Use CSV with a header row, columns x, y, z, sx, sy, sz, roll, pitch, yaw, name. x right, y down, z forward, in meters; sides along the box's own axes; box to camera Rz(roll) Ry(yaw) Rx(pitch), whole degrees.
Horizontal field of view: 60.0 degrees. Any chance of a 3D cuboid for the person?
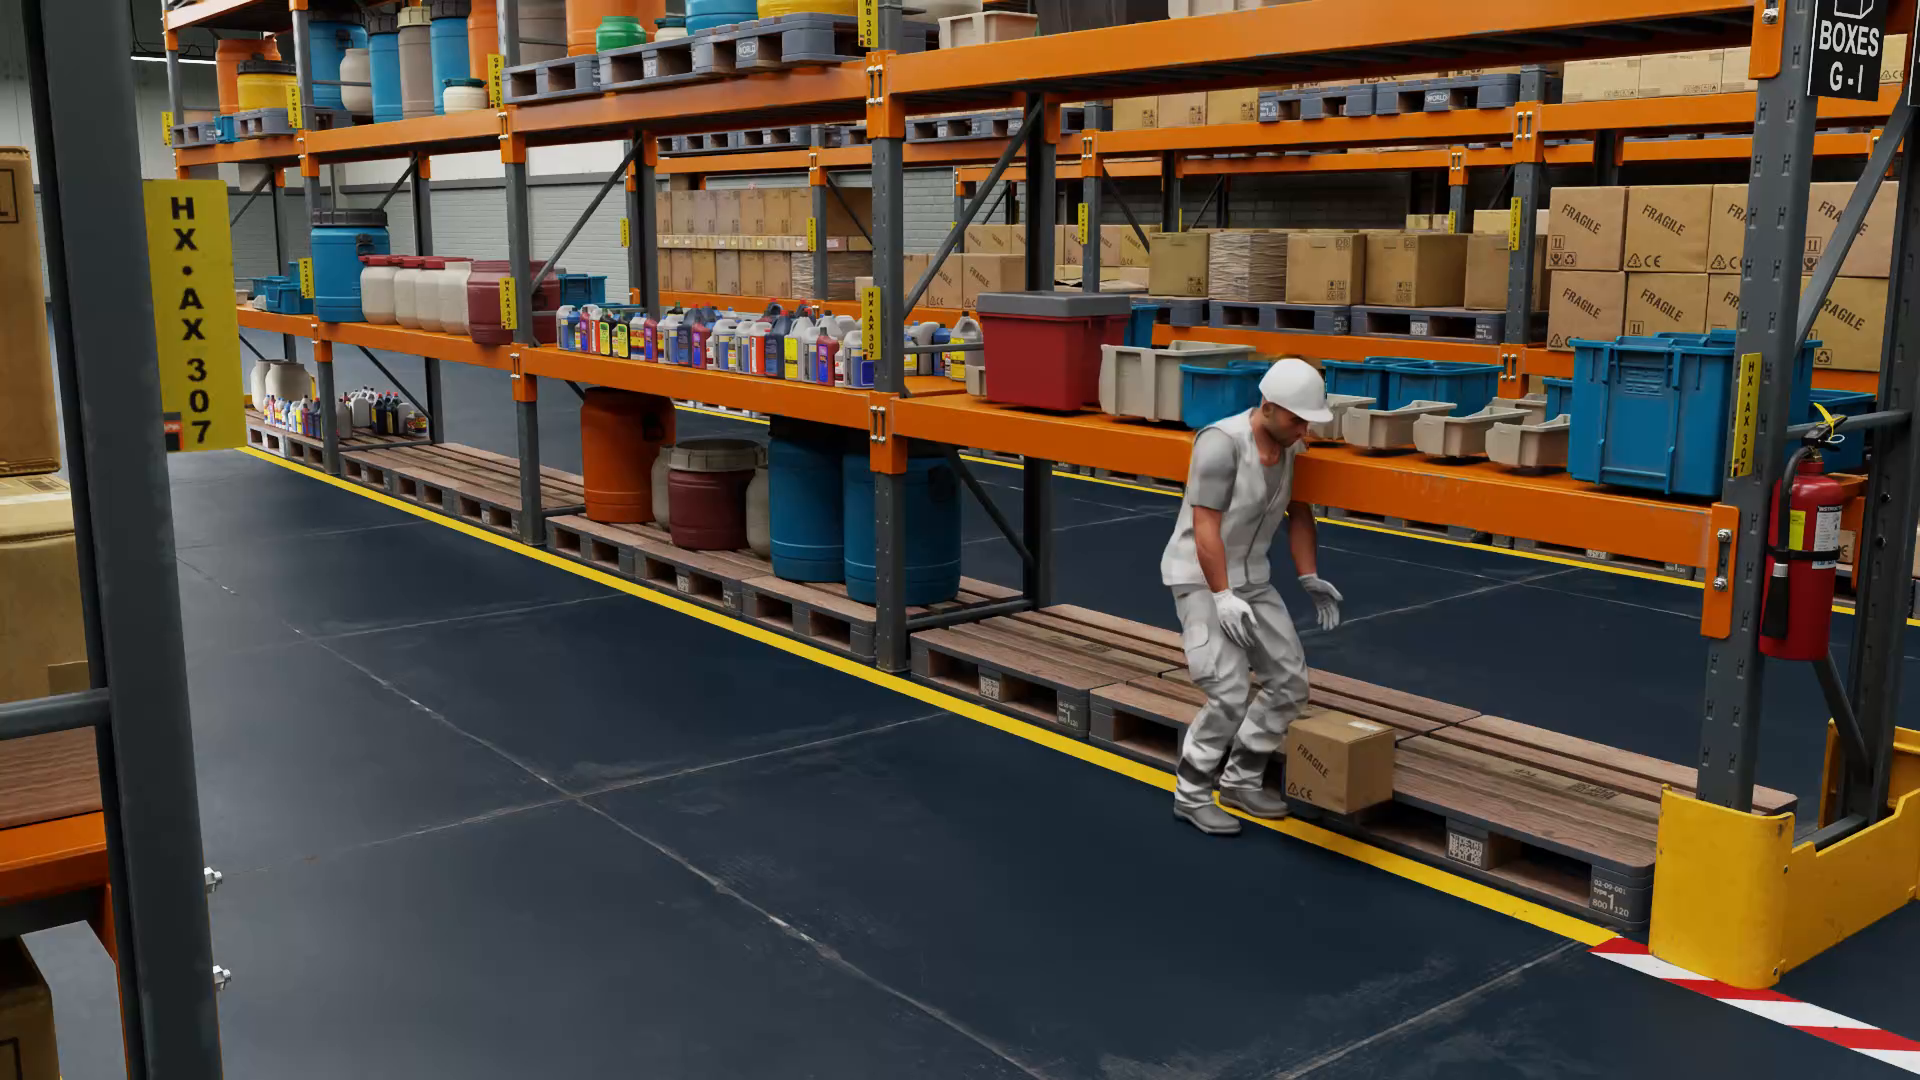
x,y,z,sx,sy,sz,roll,pitch,yaw,name
1.015,0.183,5.788,0.564,1.647,0.580,-8,14,-37,person
